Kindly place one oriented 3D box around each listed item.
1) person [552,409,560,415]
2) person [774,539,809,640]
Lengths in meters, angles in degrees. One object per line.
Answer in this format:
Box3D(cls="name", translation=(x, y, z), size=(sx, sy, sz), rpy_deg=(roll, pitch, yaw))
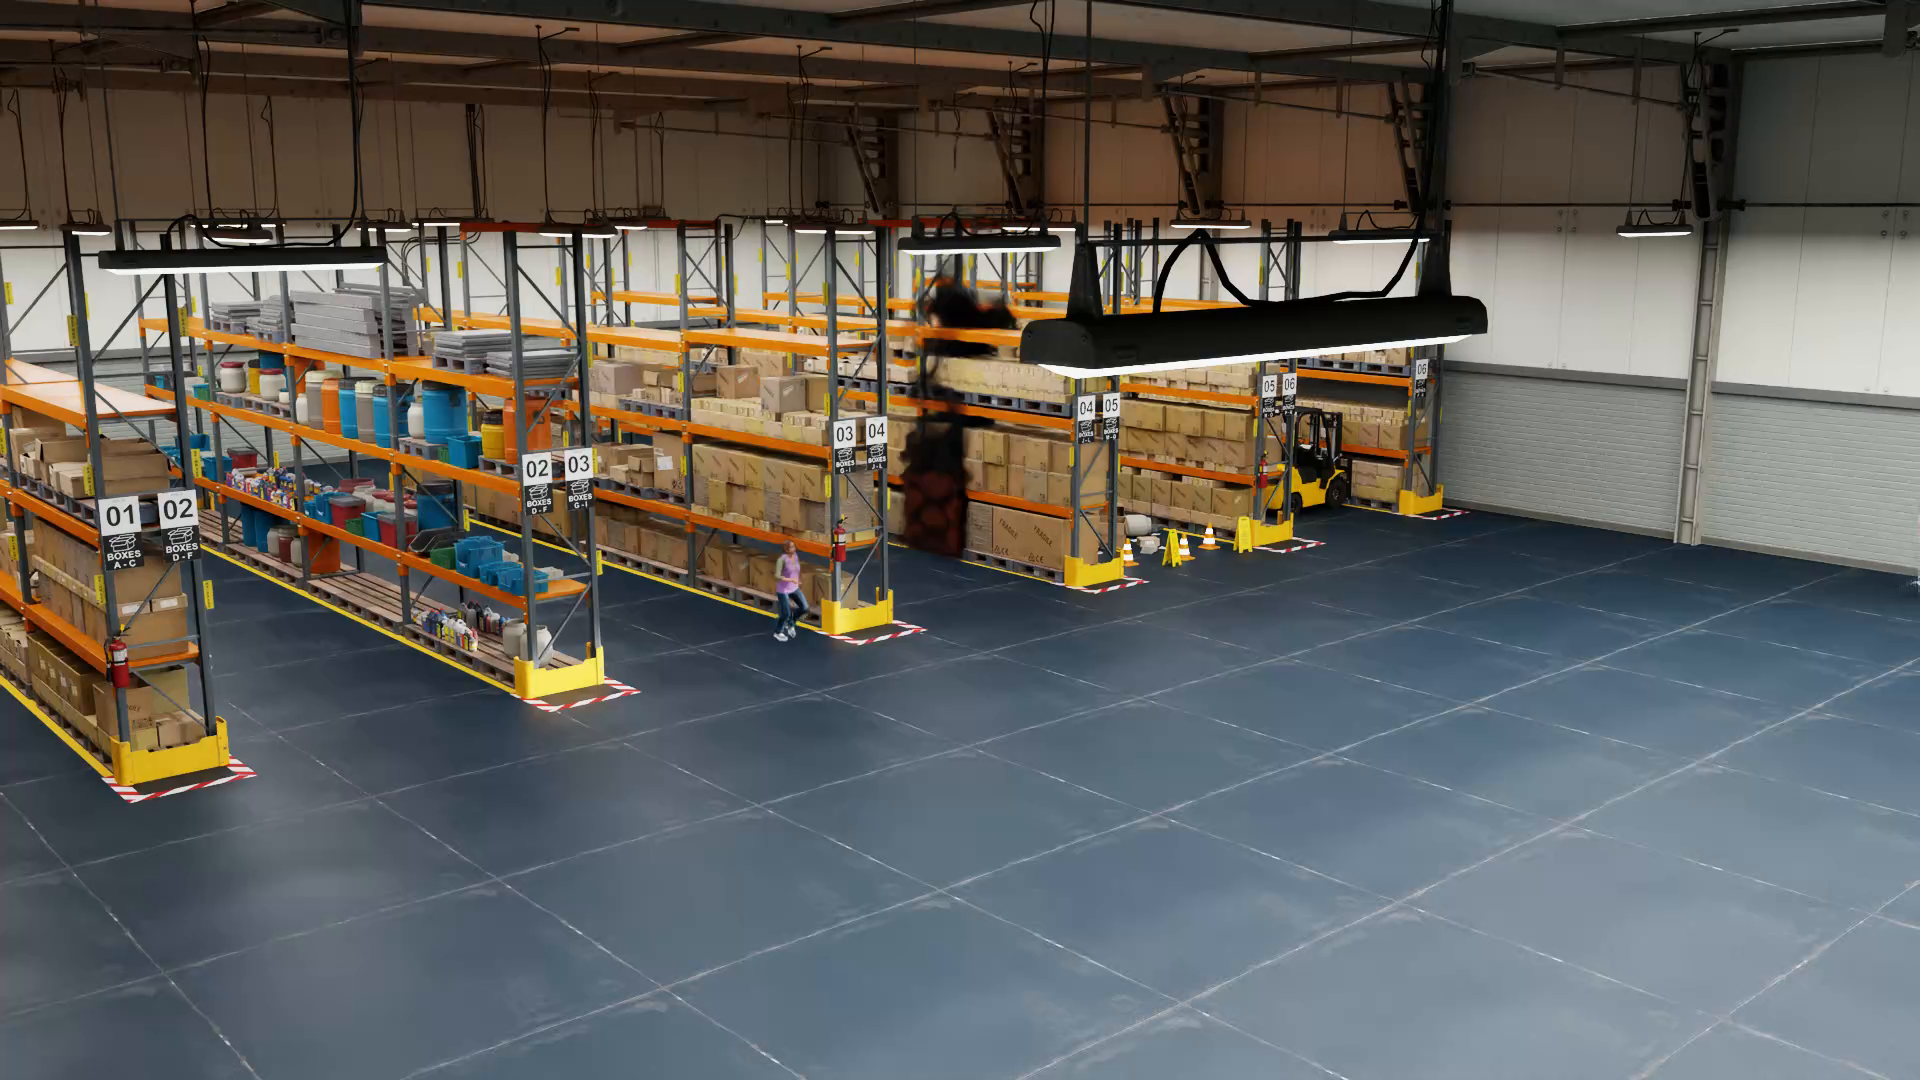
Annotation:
Box3D(cls="person", translation=(-9.417, -2.210, 38.562), size=(0.627, 1.616, 0.942), rpy_deg=(0, 11, -2))
Box3D(cls="person", translation=(-2.484, 0.737, 24.287), size=(0.665, 1.549, 0.553), rpy_deg=(10, 15, 41))
